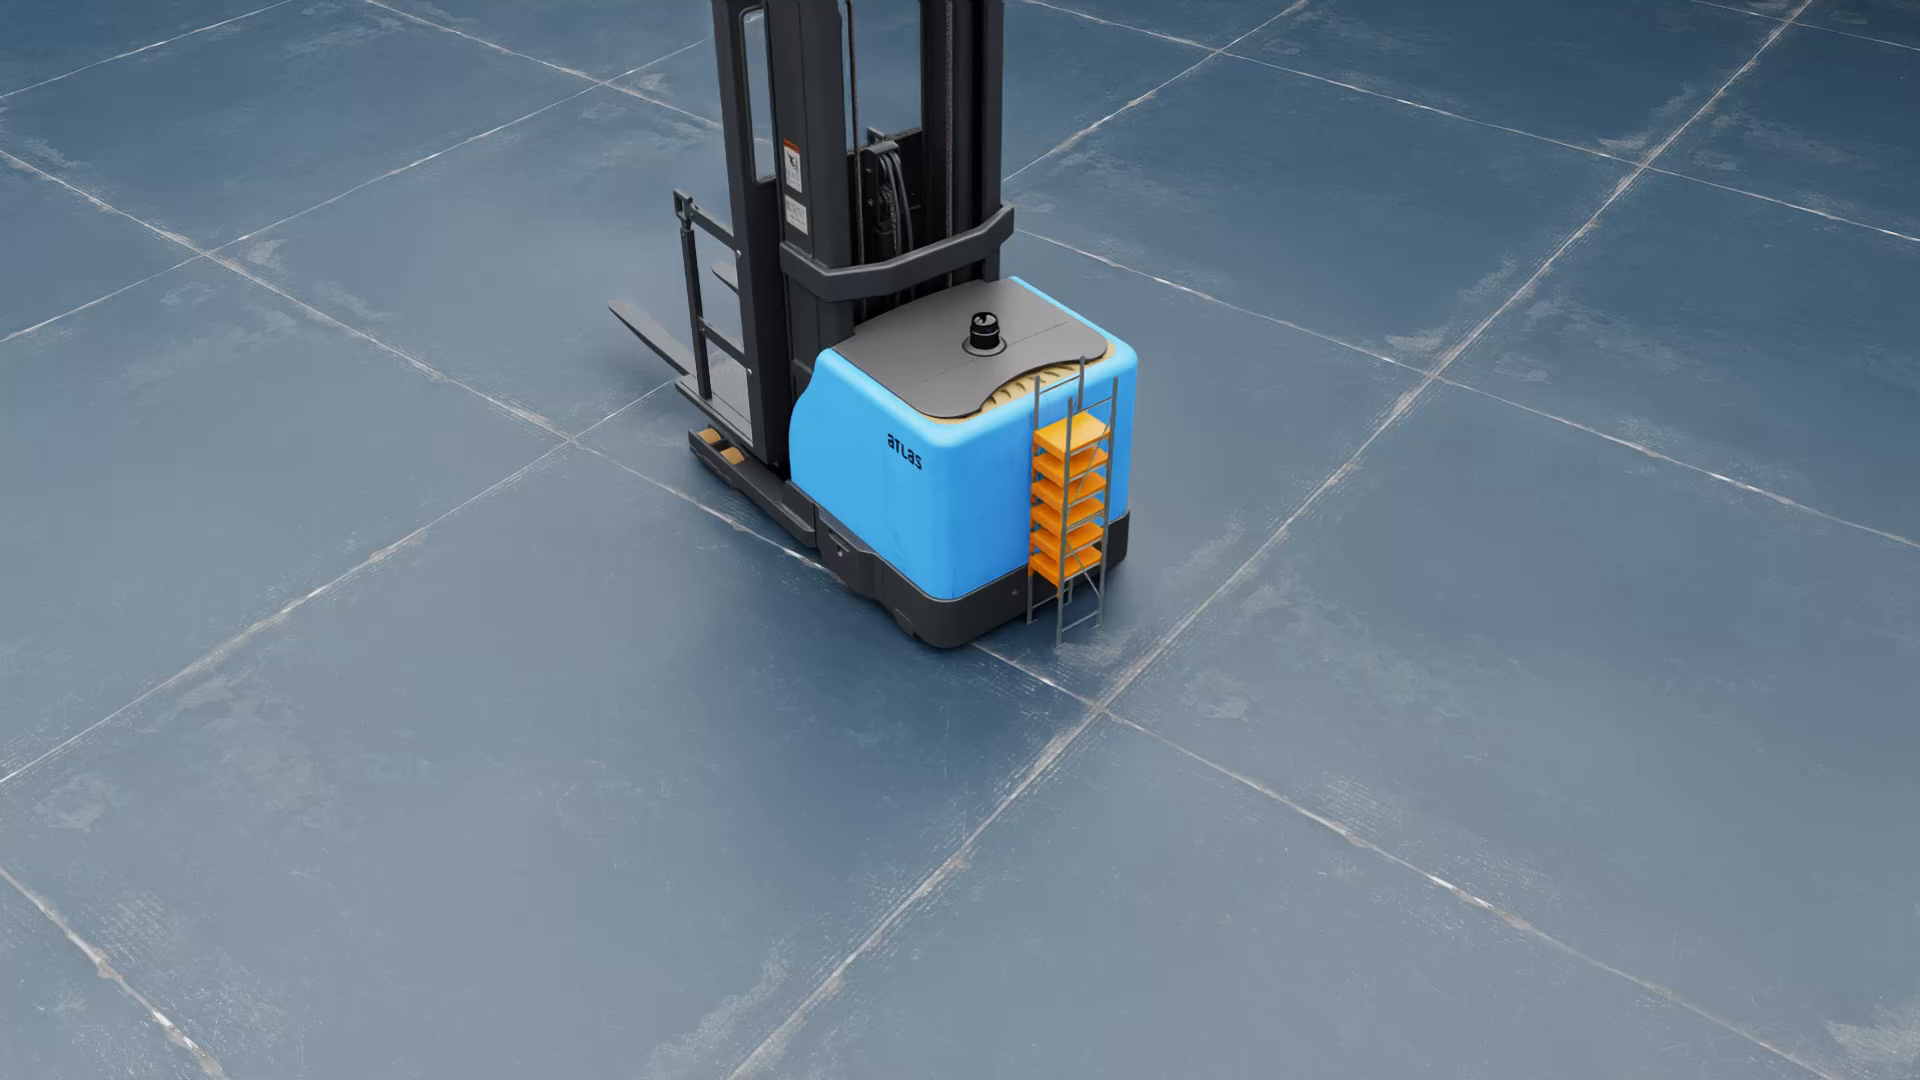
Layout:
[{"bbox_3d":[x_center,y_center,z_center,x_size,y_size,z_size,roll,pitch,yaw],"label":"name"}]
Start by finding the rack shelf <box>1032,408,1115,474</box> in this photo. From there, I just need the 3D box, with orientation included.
[{"bbox_3d":[0.426,-0.373,6.241,0.258,0.103,0.180,-26,45,-29],"label":"rack shelf"}]

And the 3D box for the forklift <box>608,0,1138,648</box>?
[{"bbox_3d":[-0.593,-1.577,6.886,1.130,2.935,3.031,-26,45,-29],"label":"forklift"}]

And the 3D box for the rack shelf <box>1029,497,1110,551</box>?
[{"bbox_3d":[0.426,-0.089,6.463,0.258,0.103,0.180,-26,45,-29],"label":"rack shelf"}]

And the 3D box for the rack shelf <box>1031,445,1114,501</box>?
[{"bbox_3d":[0.426,-0.278,6.315,0.258,0.103,0.180,-26,45,-29],"label":"rack shelf"}]

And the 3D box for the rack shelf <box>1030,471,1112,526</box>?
[{"bbox_3d":[0.426,-0.184,6.389,0.258,0.103,0.180,-26,45,-29],"label":"rack shelf"}]

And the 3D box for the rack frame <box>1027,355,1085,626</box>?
[{"bbox_3d":[0.370,-0.169,6.492,0.240,1.200,0.006,-26,45,-29],"label":"rack frame"}]

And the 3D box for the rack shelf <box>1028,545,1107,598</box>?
[{"bbox_3d":[0.426,0.100,6.611,0.258,0.103,0.180,-26,45,-29],"label":"rack shelf"}]

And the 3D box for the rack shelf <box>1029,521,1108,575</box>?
[{"bbox_3d":[0.426,0.005,6.537,0.258,0.103,0.180,-26,45,-29],"label":"rack shelf"}]

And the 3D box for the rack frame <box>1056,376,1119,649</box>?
[{"bbox_3d":[0.482,-0.080,6.379,0.240,1.200,0.006,-26,45,-29],"label":"rack frame"}]

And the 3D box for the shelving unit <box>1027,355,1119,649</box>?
[{"bbox_3d":[0.426,-0.124,6.435,0.258,1.200,0.189,-26,45,-29],"label":"shelving unit"}]
